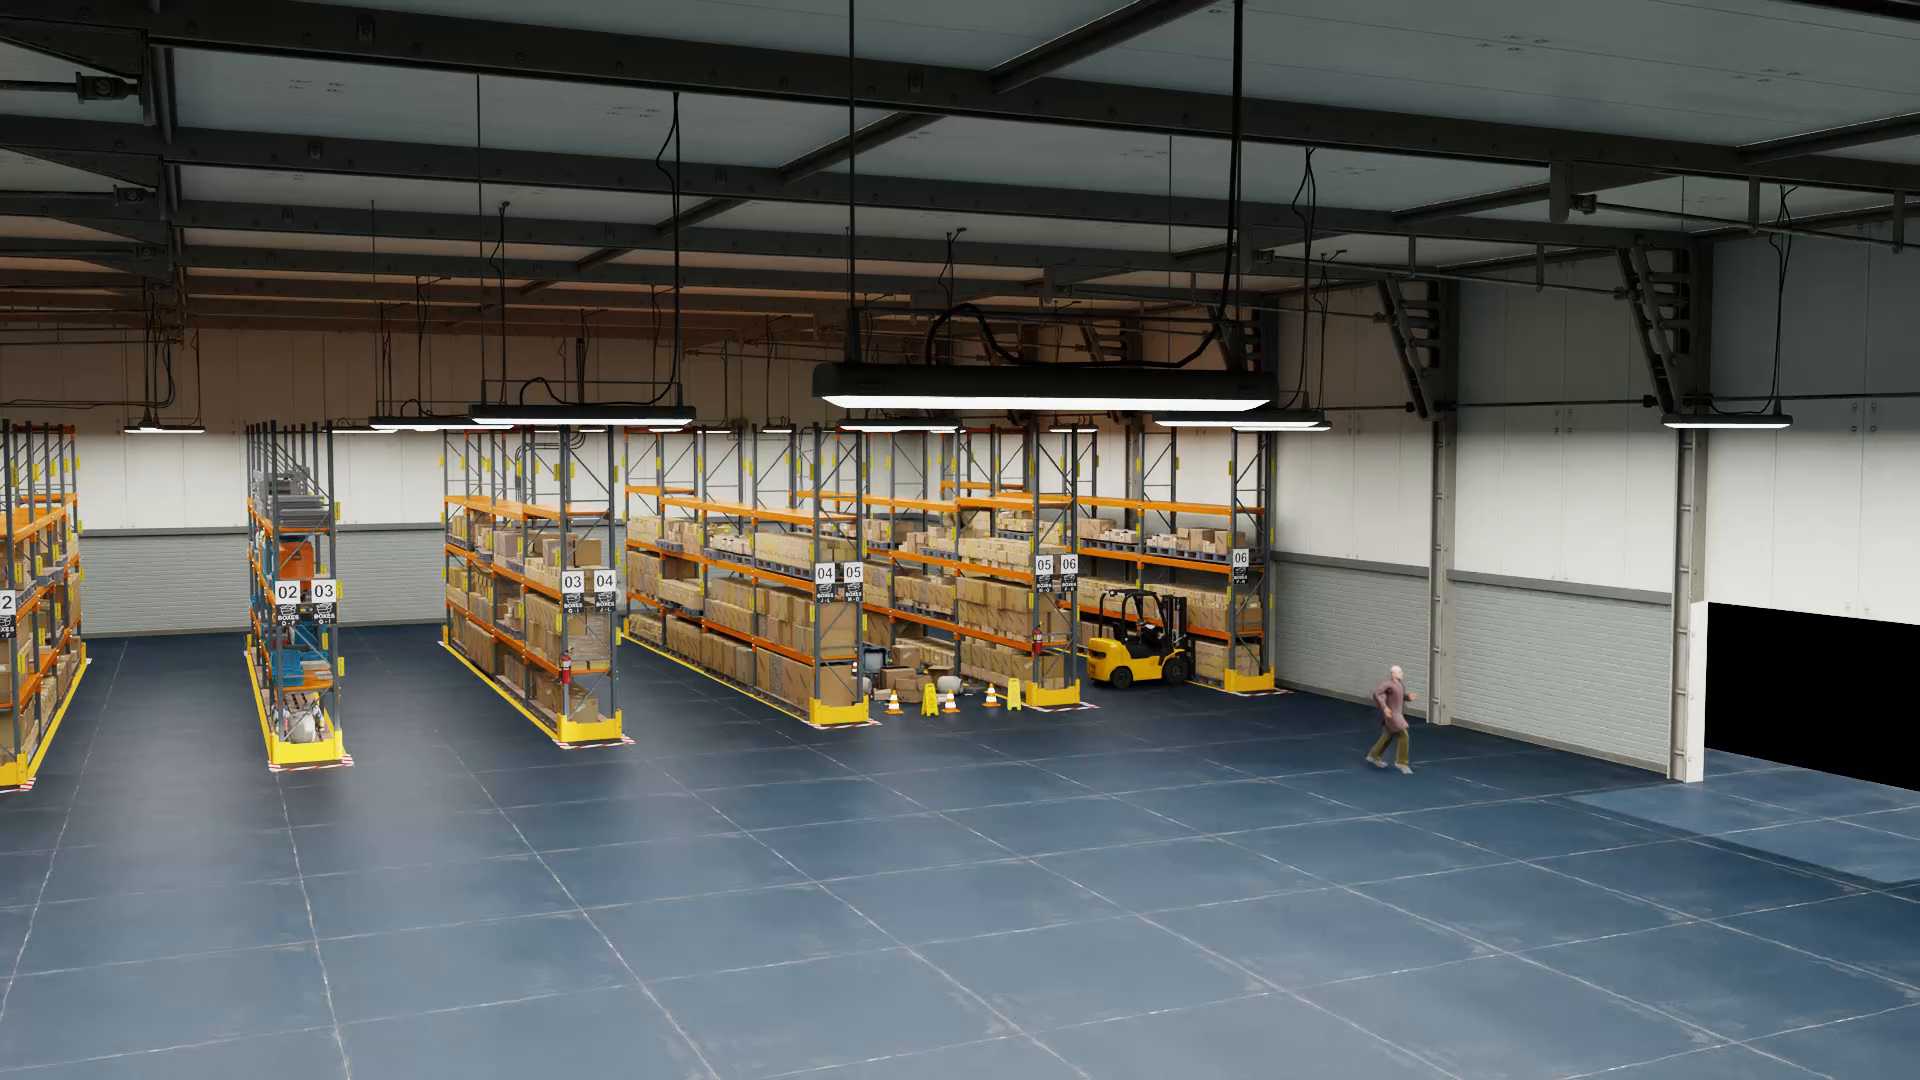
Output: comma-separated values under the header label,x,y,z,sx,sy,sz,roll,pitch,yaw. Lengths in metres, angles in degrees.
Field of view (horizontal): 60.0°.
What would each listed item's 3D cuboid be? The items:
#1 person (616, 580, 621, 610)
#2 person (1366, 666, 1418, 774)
label,x,y,z,sx,sy,sz,roll,pitch,yaw
person,-10.222,1.898,48.727,0.475,1.560,0.754,-3,4,-36
person,7.390,3.067,28.451,0.864,1.854,0.668,2,4,27
